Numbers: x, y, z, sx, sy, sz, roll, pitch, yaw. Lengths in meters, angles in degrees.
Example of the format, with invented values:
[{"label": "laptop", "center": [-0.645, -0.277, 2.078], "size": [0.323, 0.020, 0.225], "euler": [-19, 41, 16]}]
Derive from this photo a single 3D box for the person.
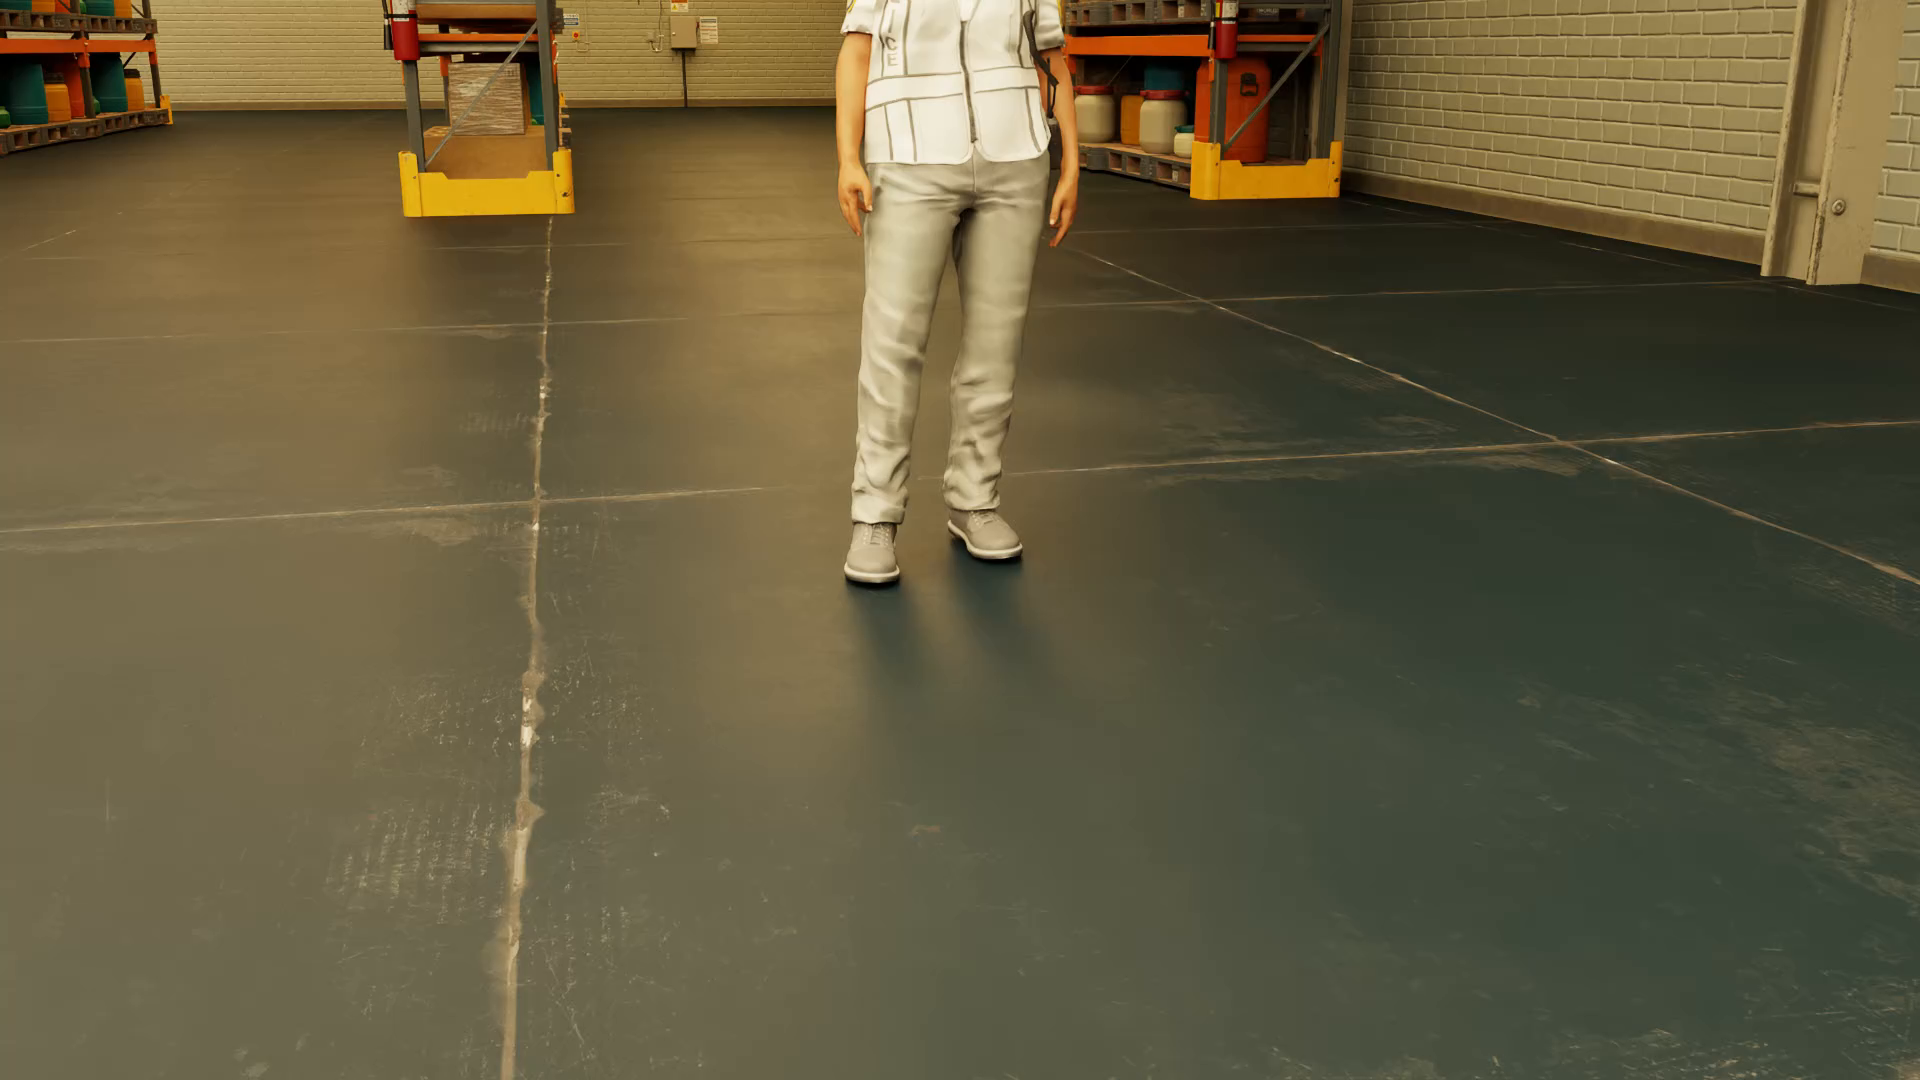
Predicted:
[{"label": "person", "center": [-0.005, -0.784, 3.700], "size": [0.598, 1.670, 0.529], "euler": [-4, 17, -12]}]
